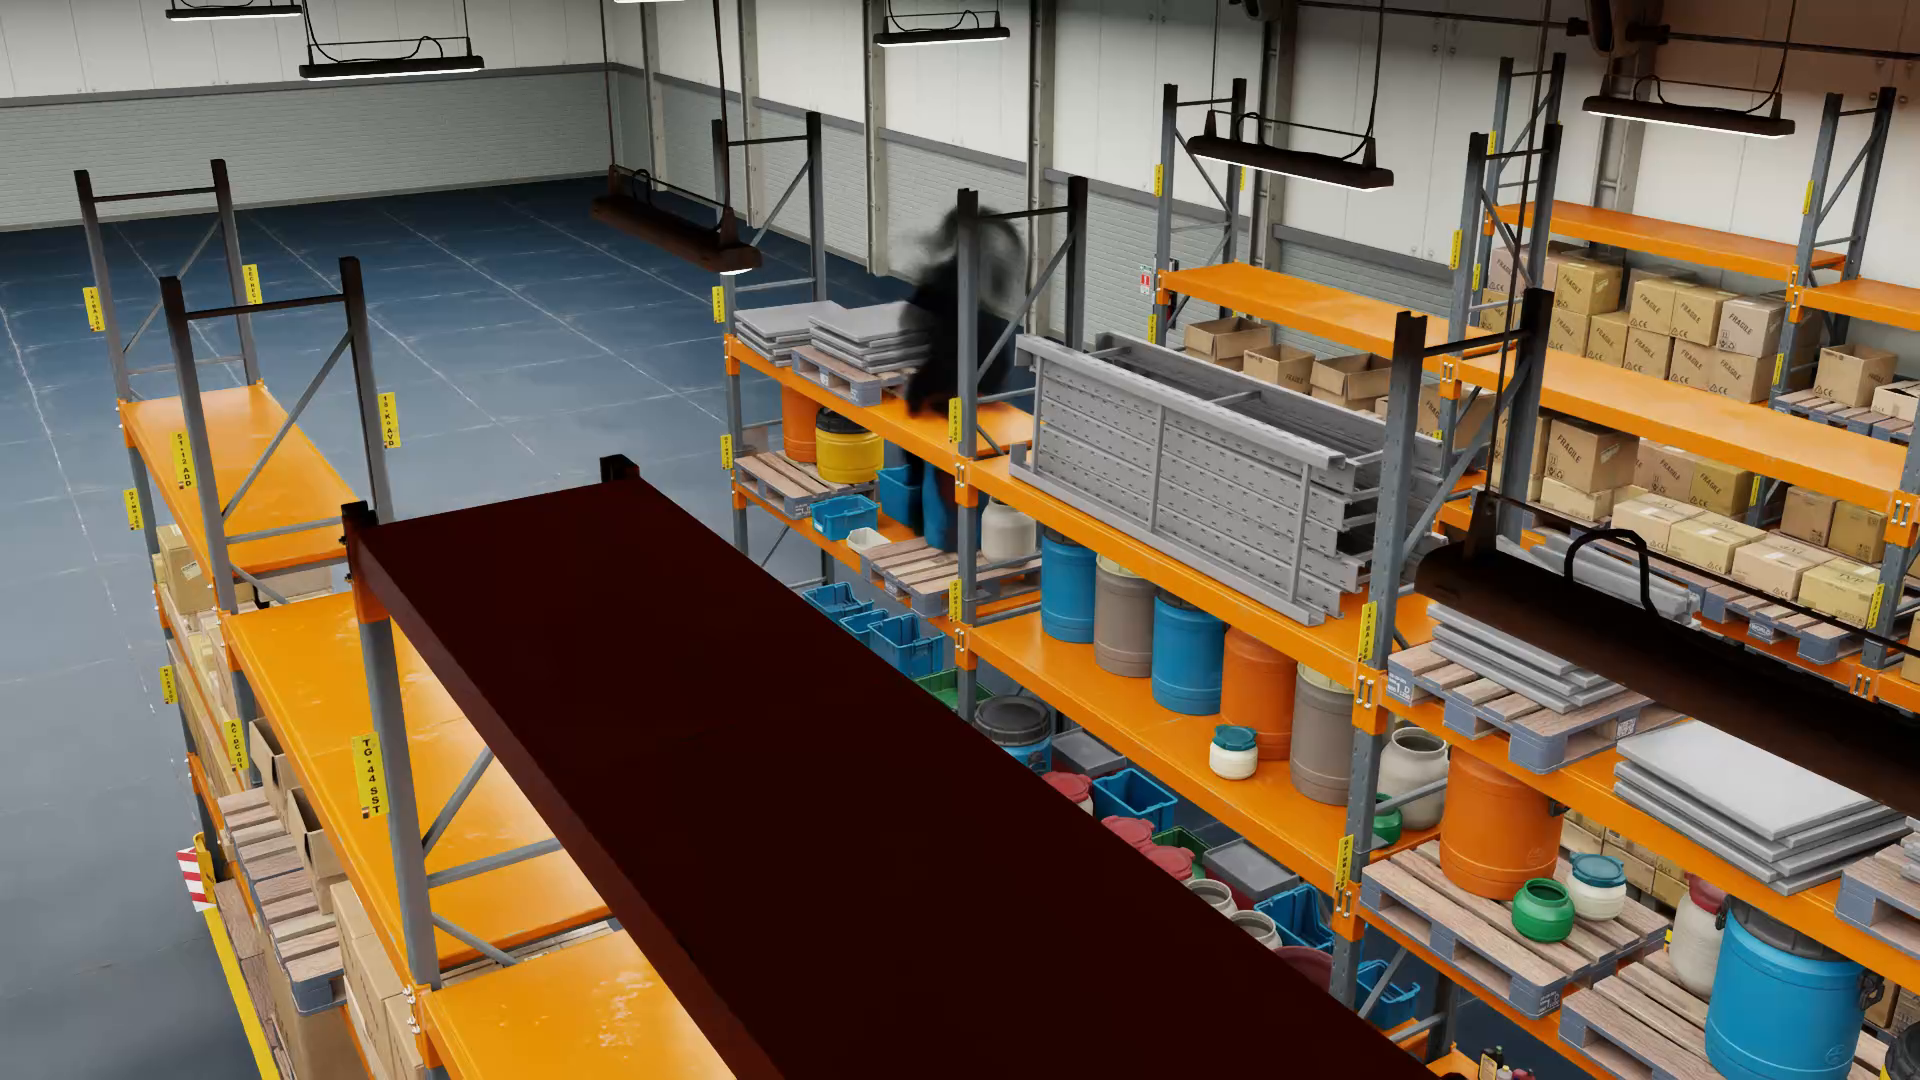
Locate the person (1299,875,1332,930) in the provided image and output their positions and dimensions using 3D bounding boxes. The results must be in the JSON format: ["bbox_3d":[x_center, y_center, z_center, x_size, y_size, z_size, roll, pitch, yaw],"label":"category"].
[{"bbox_3d":[2.645,2.393,12.823,0.561,1.652,0.573,-15,26,-32],"label":"person"}]
